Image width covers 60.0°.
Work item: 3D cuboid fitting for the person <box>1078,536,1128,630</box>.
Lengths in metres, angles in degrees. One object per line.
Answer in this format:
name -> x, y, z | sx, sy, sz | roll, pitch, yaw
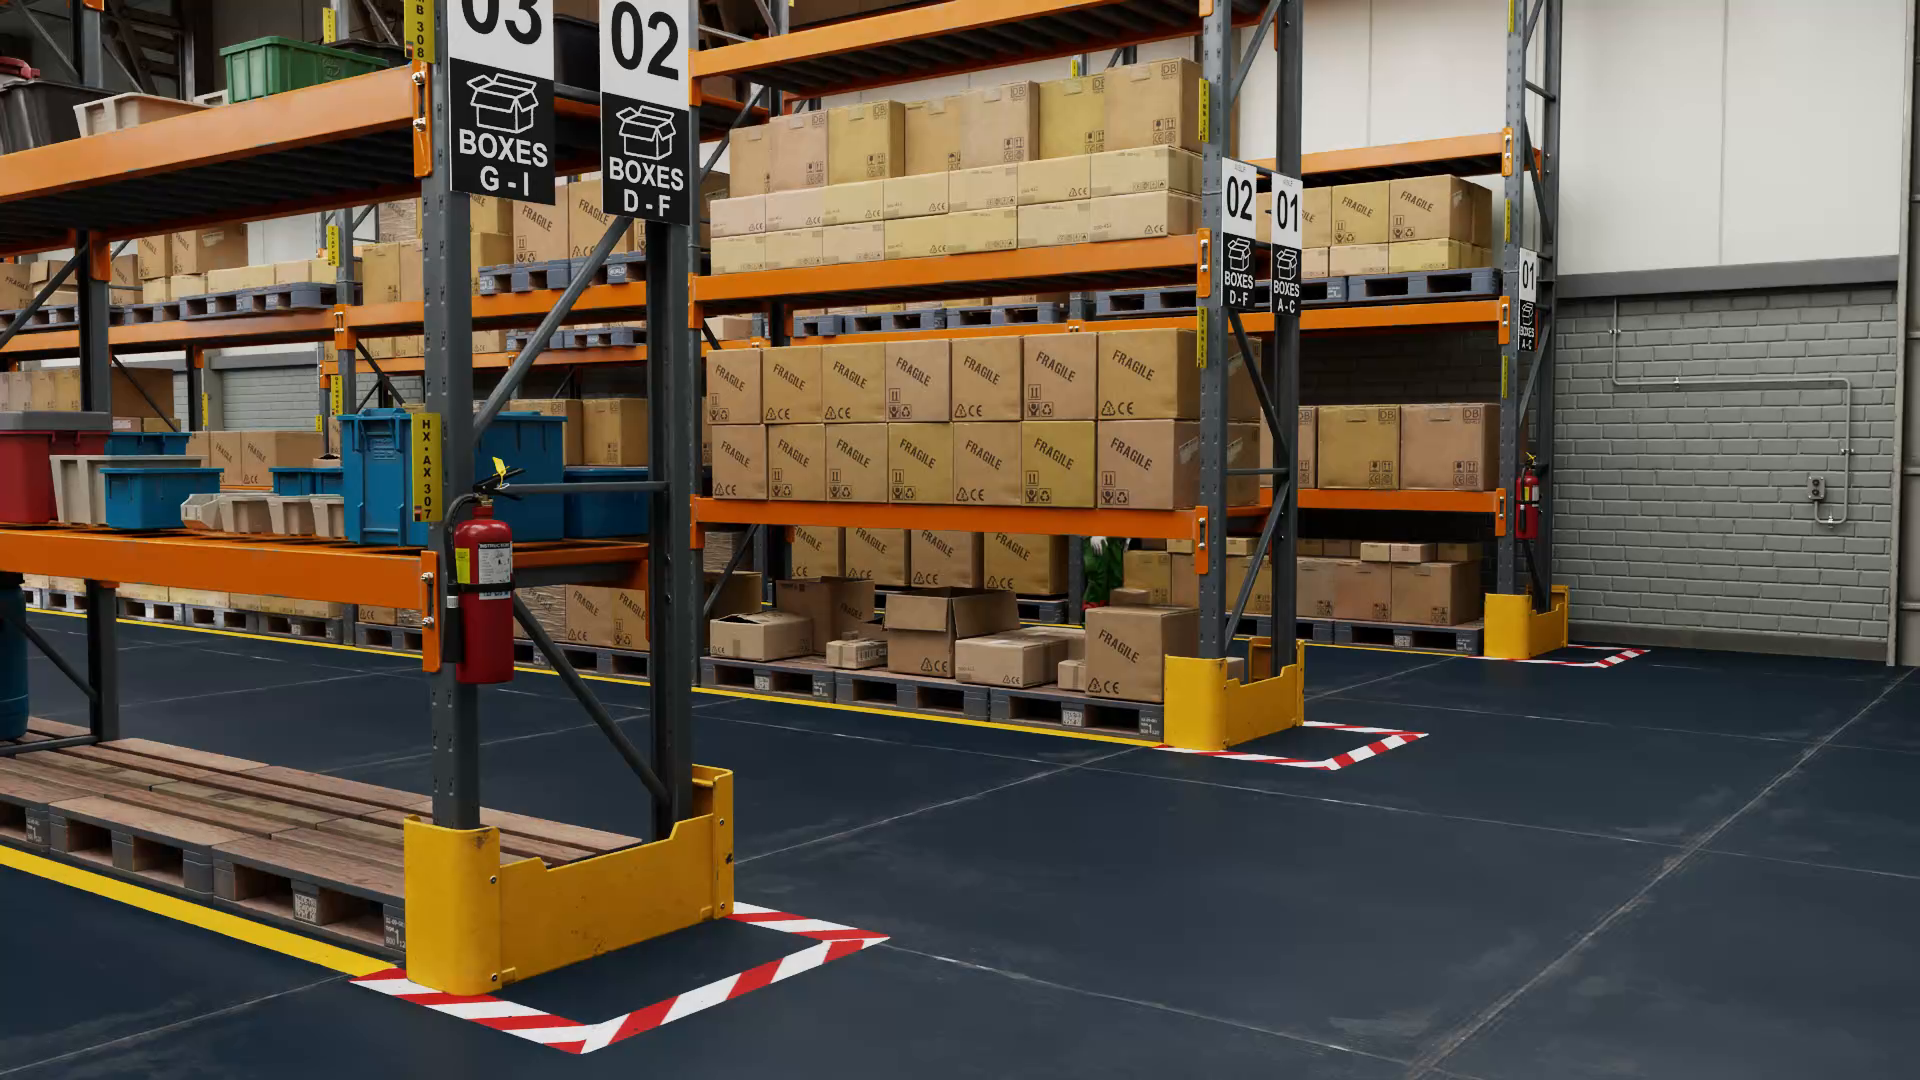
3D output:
person -> 1.220, -0.022, 14.093 | 0.448, 1.780, 0.608 | 2, 4, 36
